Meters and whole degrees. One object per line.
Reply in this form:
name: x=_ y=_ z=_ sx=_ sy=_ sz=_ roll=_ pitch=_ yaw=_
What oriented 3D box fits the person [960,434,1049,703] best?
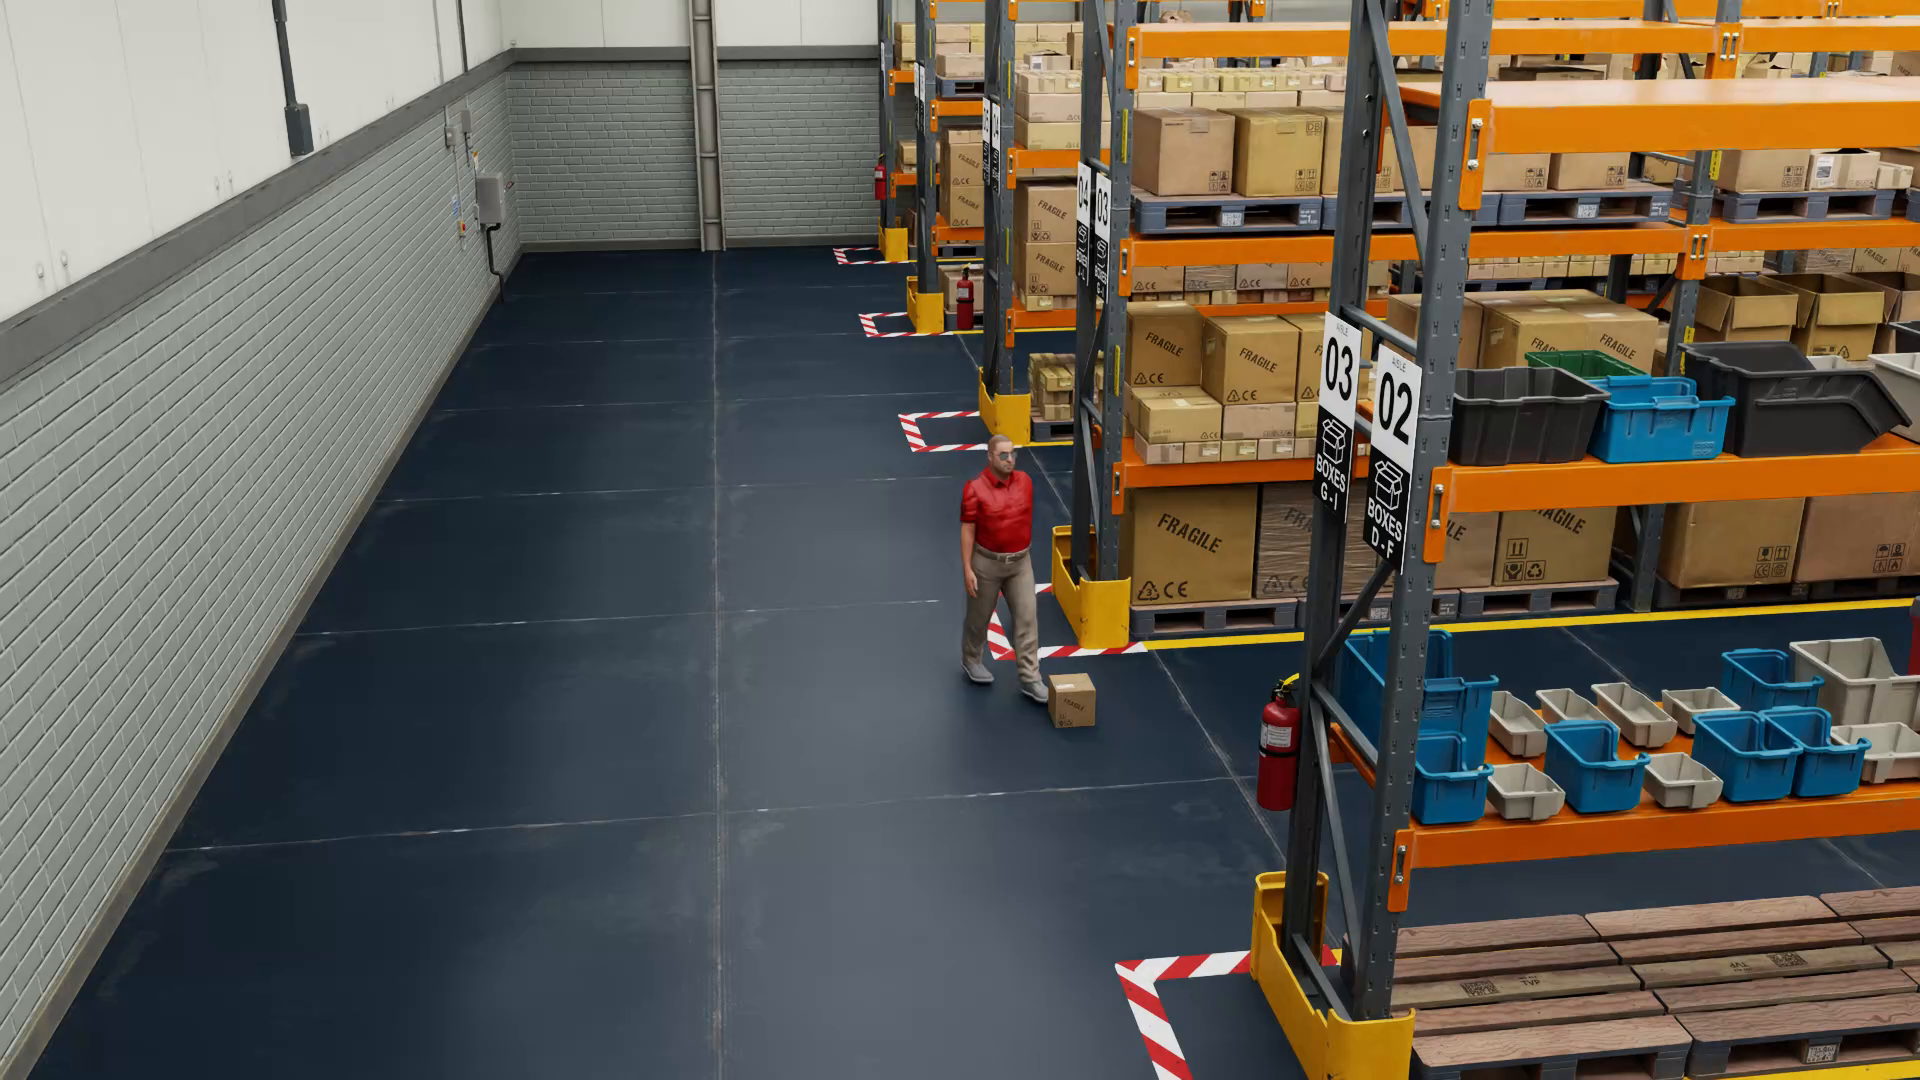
person: x=0.281 y=0.177 z=10.595 sx=0.544 sy=1.701 sz=0.837 roll=-10 pitch=22 yaw=-25
